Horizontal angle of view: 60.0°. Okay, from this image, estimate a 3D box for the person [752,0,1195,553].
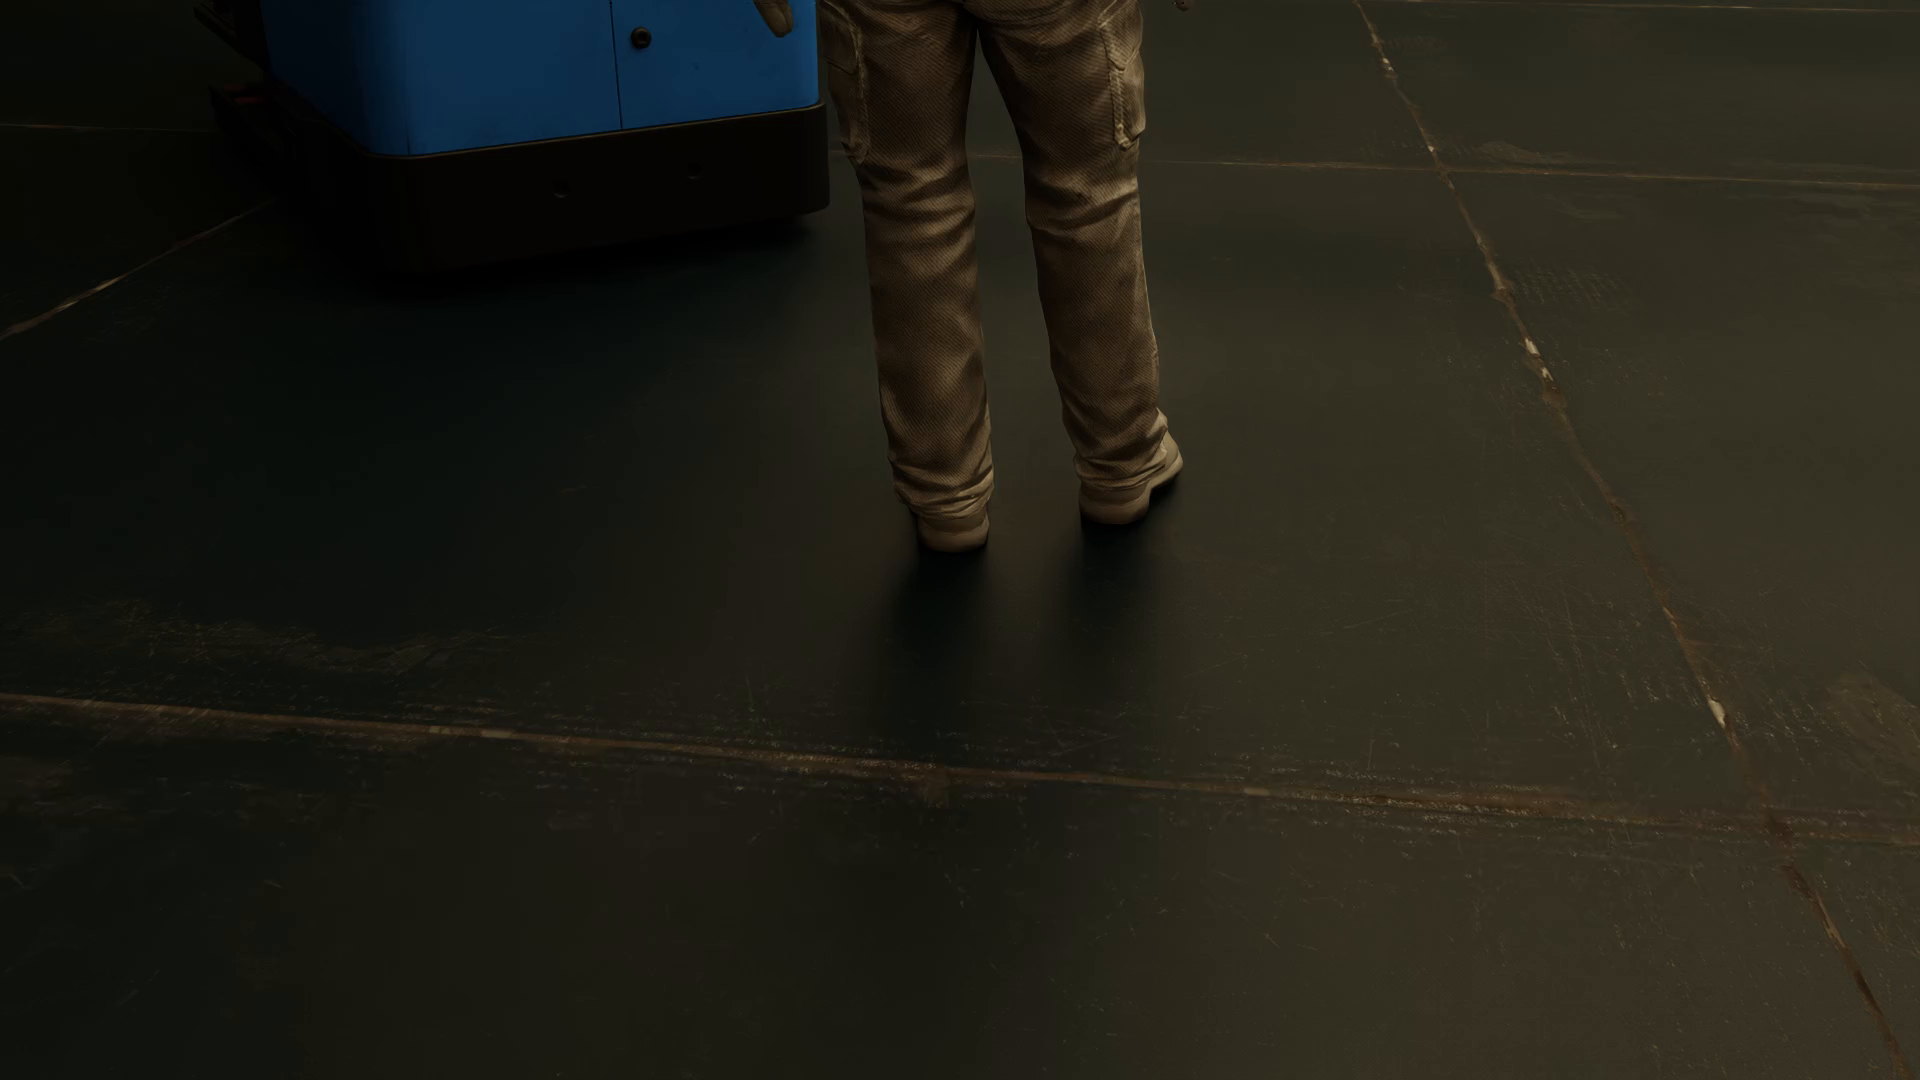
[{"bbox_3d":[0.017,-0.836,2.162,0.656,1.784,0.575,3,27,7],"label":"person"}]

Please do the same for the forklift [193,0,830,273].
[{"bbox_3d":[-1.504,-2.481,4.191,1.130,2.935,3.031,-15,30,-28],"label":"forklift"}]
